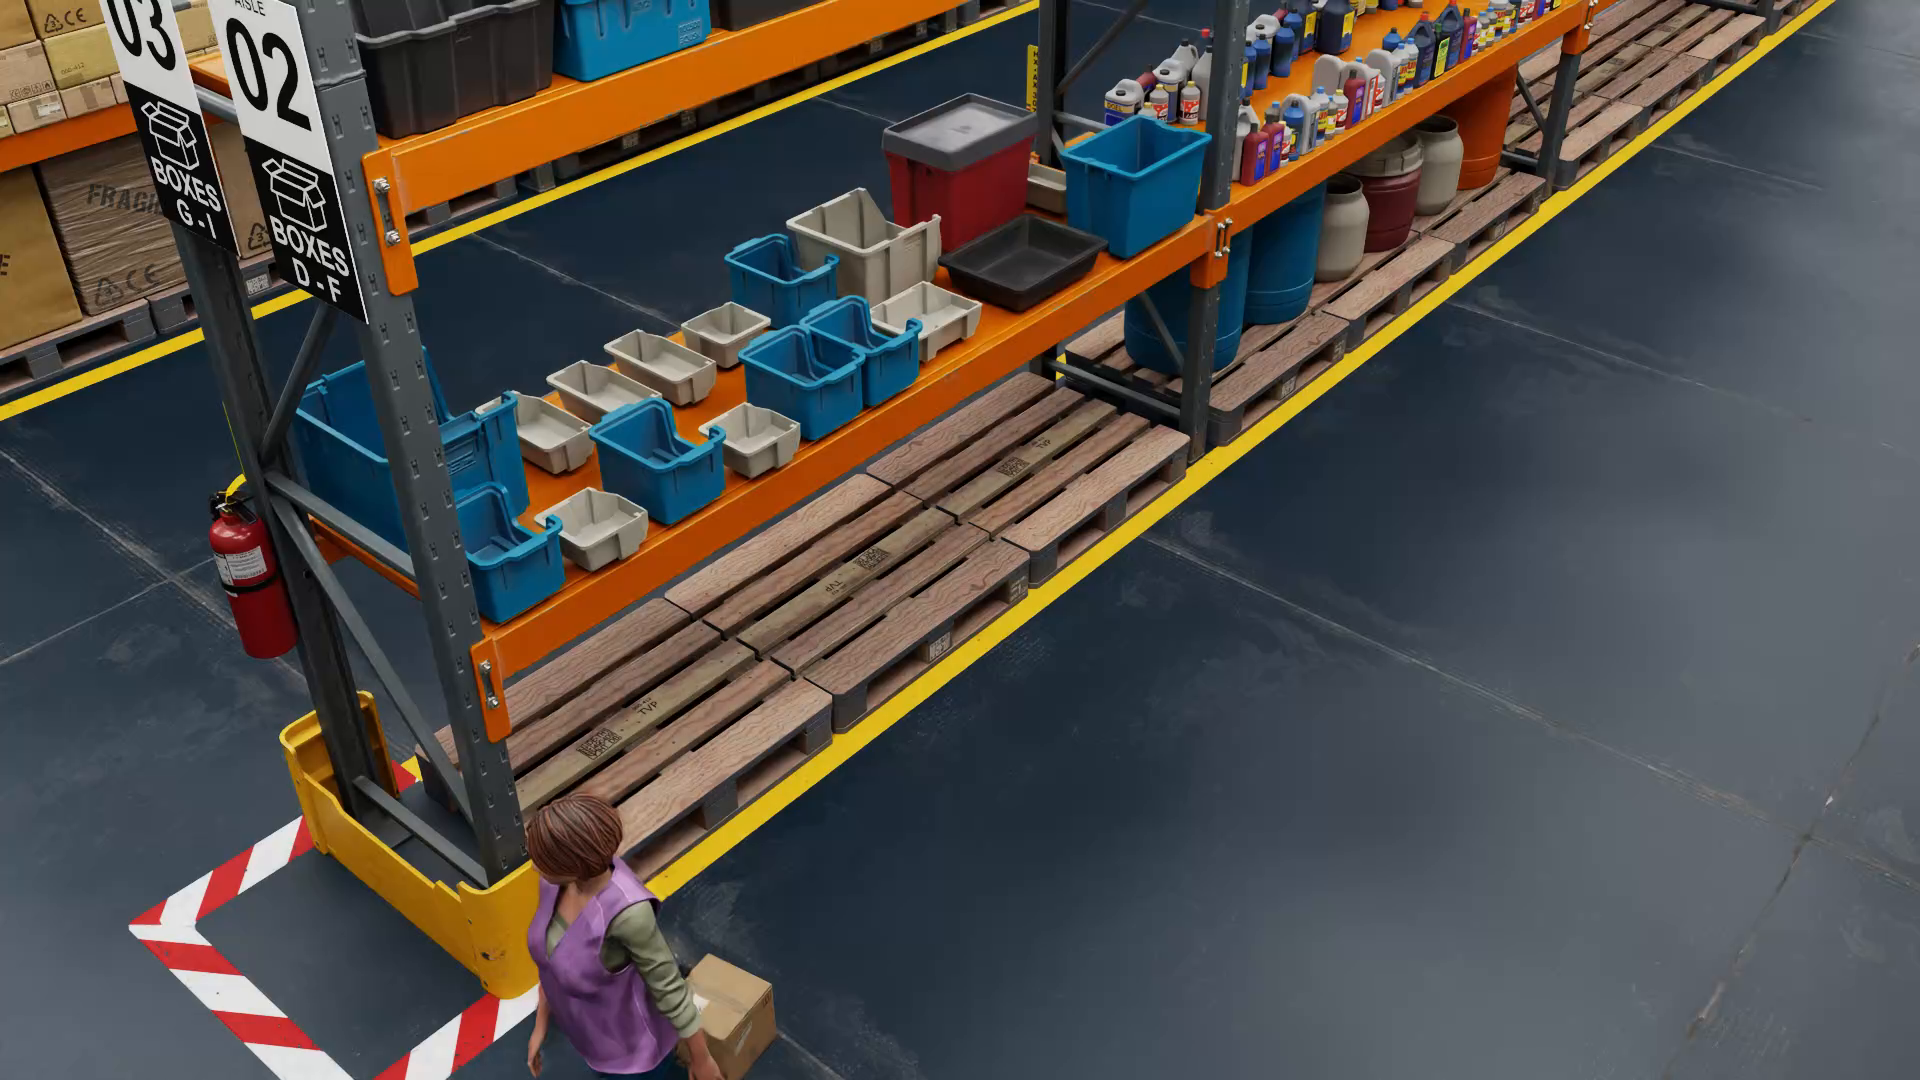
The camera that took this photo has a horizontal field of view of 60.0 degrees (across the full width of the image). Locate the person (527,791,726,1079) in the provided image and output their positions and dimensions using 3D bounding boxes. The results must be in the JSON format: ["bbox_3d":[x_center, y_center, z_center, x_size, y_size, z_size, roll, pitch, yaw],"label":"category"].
[{"bbox_3d":[-0.908,1.326,4.305,0.633,1.615,0.486,-26,43,-32],"label":"person"}]
